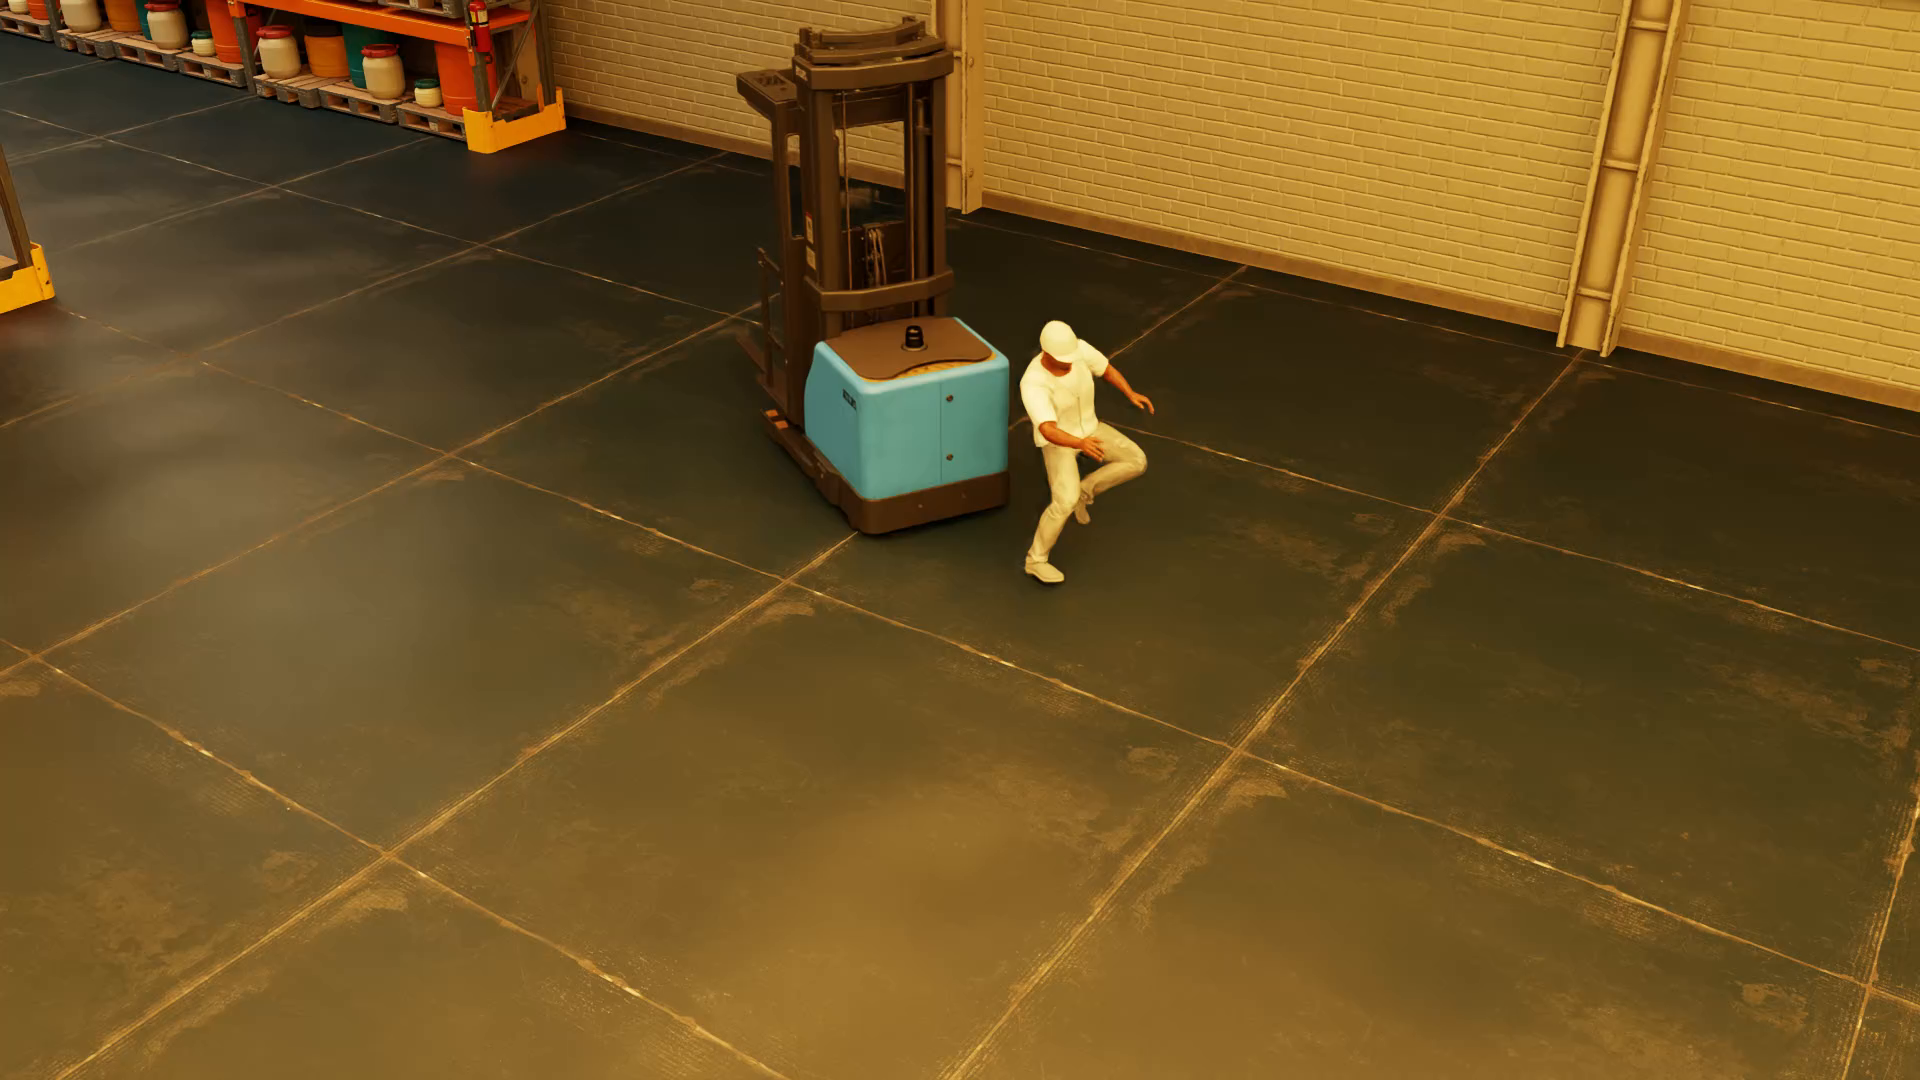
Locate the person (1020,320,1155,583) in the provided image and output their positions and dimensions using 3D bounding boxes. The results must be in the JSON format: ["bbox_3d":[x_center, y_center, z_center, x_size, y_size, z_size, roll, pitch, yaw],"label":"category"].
[{"bbox_3d":[0.754,-0.574,9.967,0.868,1.539,0.832,-24,38,-35],"label":"person"}]

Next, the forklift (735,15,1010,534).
[{"bbox_3d":[-0.767,-2.023,11.065,1.130,2.935,3.031,-14,33,-22],"label":"forklift"}]
